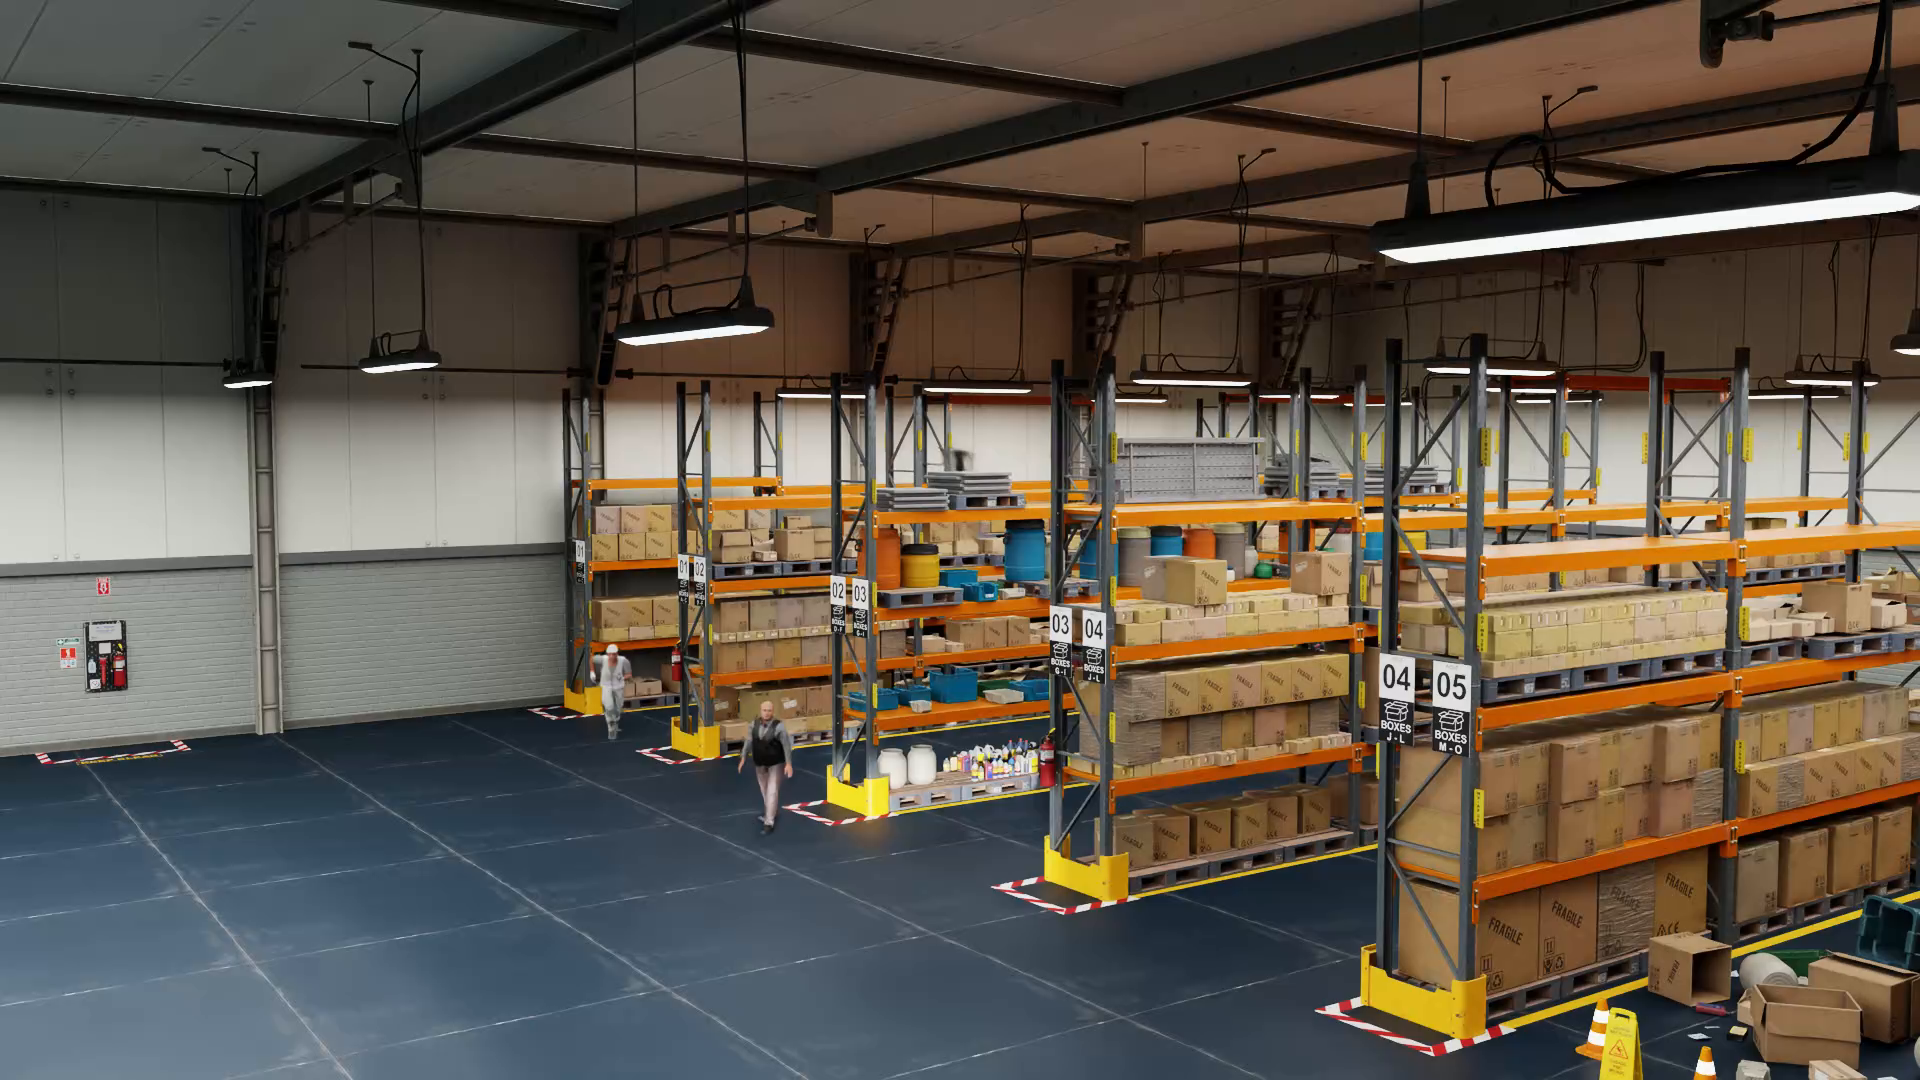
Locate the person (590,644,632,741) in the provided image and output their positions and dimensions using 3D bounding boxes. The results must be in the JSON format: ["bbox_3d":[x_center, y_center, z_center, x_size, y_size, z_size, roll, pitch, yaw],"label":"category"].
[{"bbox_3d":[-5.882,2.555,28.053,0.706,1.685,0.994,-1,4,-12],"label":"person"}]

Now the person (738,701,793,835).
[{"bbox_3d":[-2.531,2.926,21.710,0.661,1.673,0.891,2,4,24],"label":"person"}]
